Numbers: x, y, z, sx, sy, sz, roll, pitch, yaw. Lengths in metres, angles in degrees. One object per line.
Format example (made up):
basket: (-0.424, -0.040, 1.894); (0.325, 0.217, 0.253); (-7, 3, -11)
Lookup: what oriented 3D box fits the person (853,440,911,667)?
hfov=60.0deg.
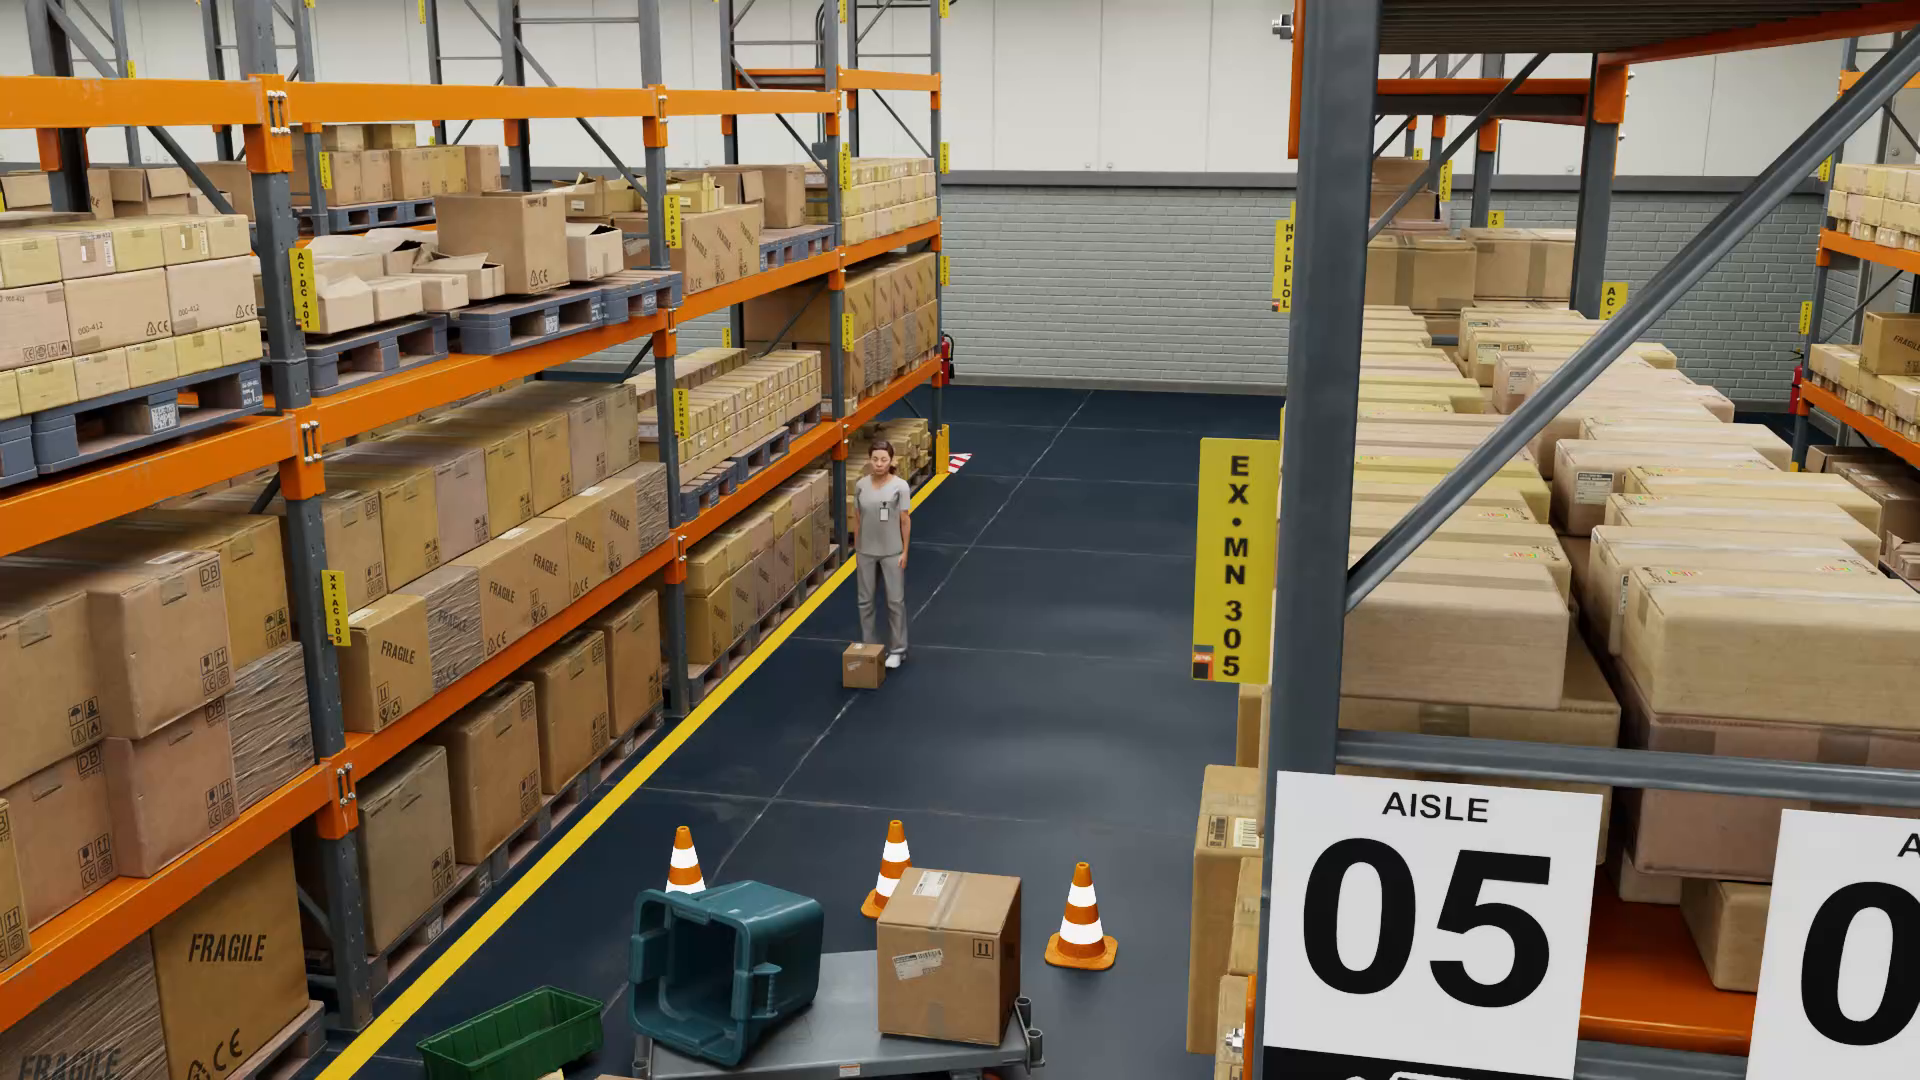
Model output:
person: (-0.572, 0.095, 12.173); (0.437, 1.669, 0.363); (3, 15, 13)
